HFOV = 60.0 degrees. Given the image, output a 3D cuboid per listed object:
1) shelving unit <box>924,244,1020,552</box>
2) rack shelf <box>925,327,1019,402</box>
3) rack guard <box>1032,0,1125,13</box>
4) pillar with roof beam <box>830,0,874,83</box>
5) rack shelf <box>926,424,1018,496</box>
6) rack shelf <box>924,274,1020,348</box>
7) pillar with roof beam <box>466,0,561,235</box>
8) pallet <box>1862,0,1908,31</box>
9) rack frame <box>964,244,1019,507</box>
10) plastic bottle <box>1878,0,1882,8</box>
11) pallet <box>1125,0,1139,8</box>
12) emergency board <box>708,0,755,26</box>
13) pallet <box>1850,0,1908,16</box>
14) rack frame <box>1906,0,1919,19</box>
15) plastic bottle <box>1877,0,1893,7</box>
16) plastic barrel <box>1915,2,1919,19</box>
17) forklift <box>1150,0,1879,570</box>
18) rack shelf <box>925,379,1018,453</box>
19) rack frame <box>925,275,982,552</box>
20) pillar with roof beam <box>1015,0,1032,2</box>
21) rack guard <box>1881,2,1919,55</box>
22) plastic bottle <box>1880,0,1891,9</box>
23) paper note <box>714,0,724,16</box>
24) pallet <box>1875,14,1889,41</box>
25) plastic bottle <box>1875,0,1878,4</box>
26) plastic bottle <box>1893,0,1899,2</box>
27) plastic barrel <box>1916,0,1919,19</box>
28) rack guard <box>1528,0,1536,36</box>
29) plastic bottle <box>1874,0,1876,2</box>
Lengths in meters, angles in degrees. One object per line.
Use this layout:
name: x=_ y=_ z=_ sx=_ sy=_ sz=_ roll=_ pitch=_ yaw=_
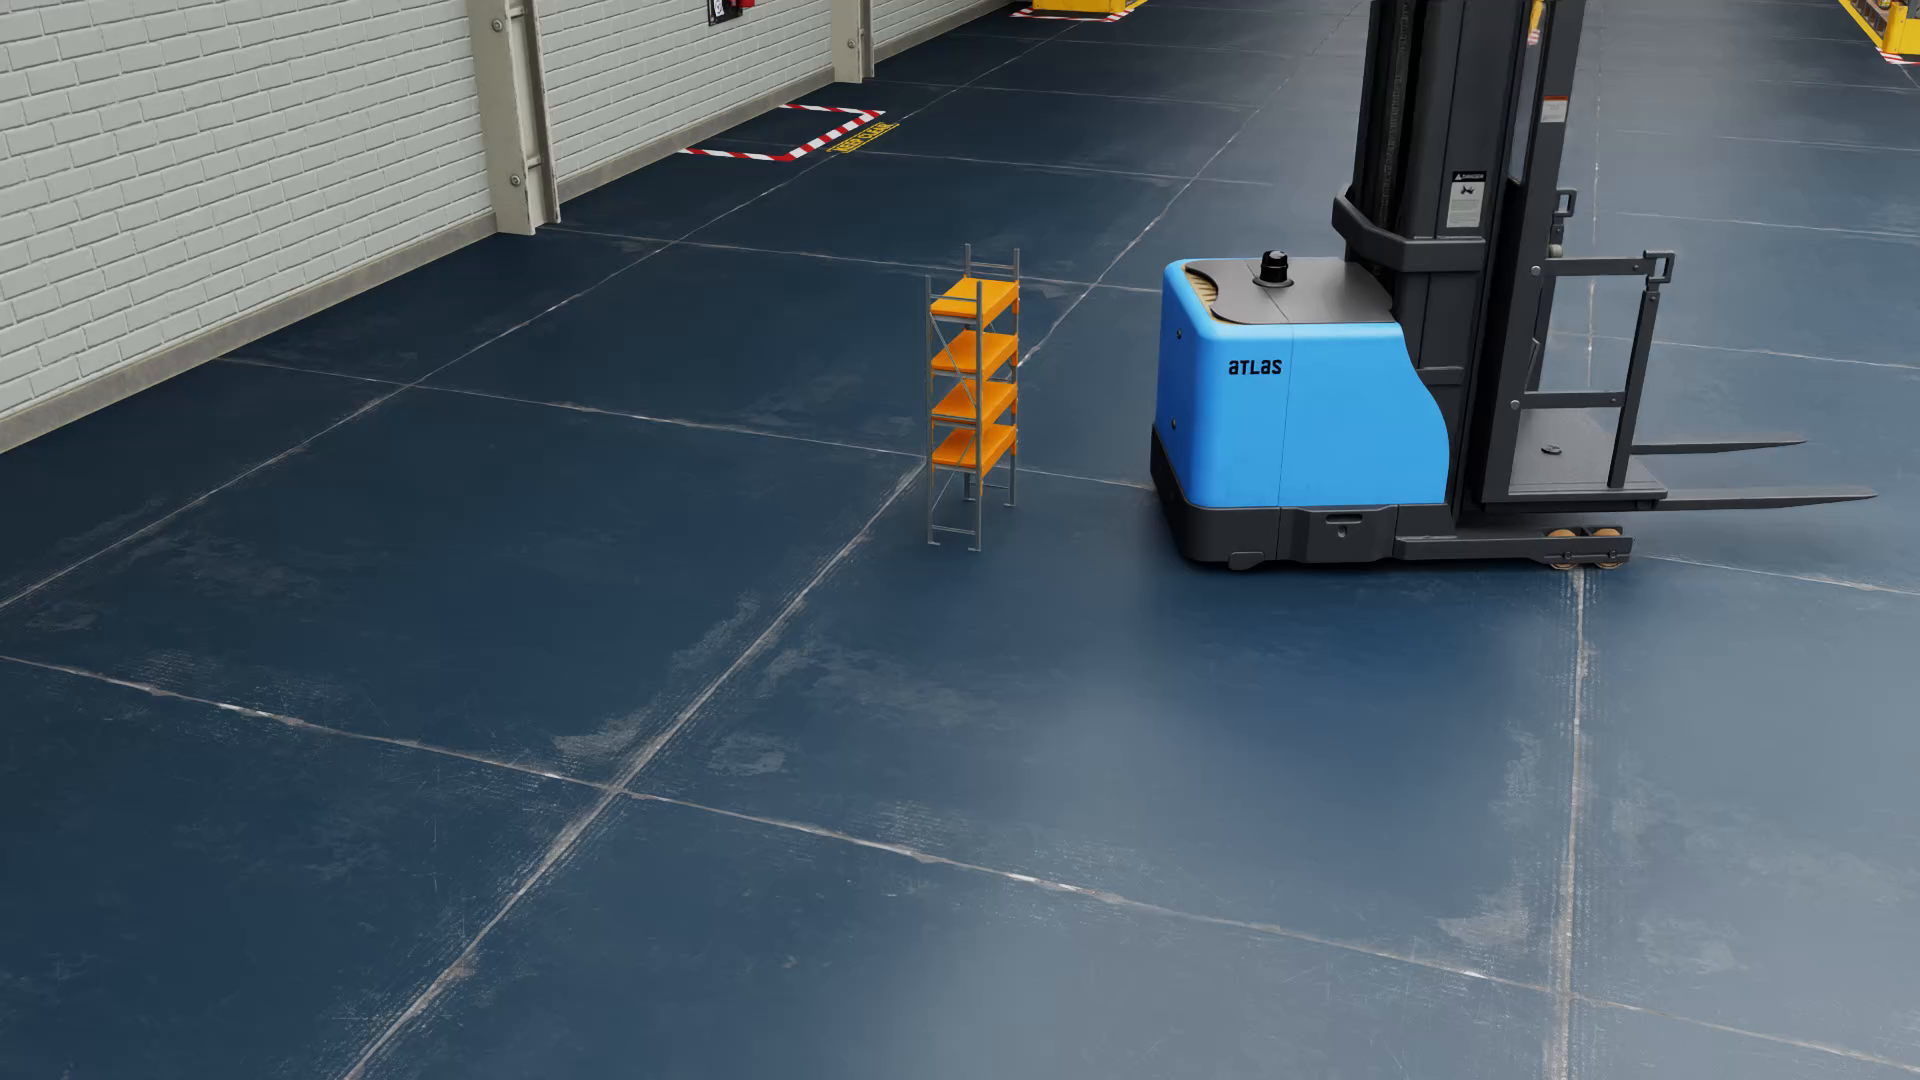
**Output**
shelving unit: x=0.055 y=-0.608 z=7.129 sx=0.258 sy=1.200 sz=0.503 roll=9 pitch=27 yaw=17
rack shelf: x=0.055 y=-0.749 z=7.061 sx=0.258 sy=0.148 sz=0.480 roll=9 pitch=27 yaw=17
rack guard: x=1.515 y=-7.015 z=21.166 sx=1.175 sy=0.500 sz=0.348 roll=9 pitch=27 yaw=17
pillar with roof beam: x=2.970 y=-8.133 z=13.721 sx=9.100 sy=9.000 sz=0.400 roll=9 pitch=27 yaw=17
rack shelf: x=0.055 y=-0.369 z=7.245 sx=0.258 sy=0.148 sz=0.480 roll=9 pitch=27 yaw=17
rack shelf: x=0.055 y=-0.962 z=6.958 sx=0.258 sy=0.148 sz=0.480 roll=9 pitch=27 yaw=17
pillar with roof beam: x=0.973 y=-5.667 z=8.628 sx=9.100 sy=9.000 sz=0.400 roll=9 pitch=27 yaw=17
pallet: x=11.496 y=-6.288 z=19.996 sx=1.003 sy=0.211 sz=1.213 roll=9 pitch=27 yaw=17
rack frame: x=0.136 y=-0.708 z=7.336 sx=0.240 sy=1.200 sz=0.015 roll=9 pitch=27 yaw=17
plastic bottle: x=11.051 y=-6.517 z=19.880 sx=0.061 sy=0.283 sz=0.133 roll=9 pitch=27 yaw=19
pallet: x=1.819 y=-7.214 z=21.908 sx=1.003 sy=0.211 sz=1.213 roll=9 pitch=27 yaw=17
emergency board: x=-1.948 y=-5.047 z=14.231 sx=0.194 sy=1.169 sz=0.643 roll=9 pitch=27 yaw=17
pallet: x=11.900 y=-6.791 z=21.034 sx=1.003 sy=0.211 sz=1.213 roll=9 pitch=27 yaw=17
rack frame: x=10.832 y=-6.673 z=17.589 sx=1.000 sy=3.000 sz=0.127 roll=9 pitch=27 yaw=17
plastic bottle: x=11.139 y=-6.563 z=19.983 sx=0.152 sy=0.276 sz=0.135 roll=9 pitch=27 yaw=18
plastic barrel: x=11.146 y=-6.229 z=19.047 sx=0.421 sy=0.512 sz=0.421 roll=0 pitch=26 yaw=0
forklift: x=2.419 y=-1.423 z=6.826 sx=3.031 sy=2.935 sz=1.130 roll=-1 pitch=26 yaw=-3
rack shelf: x=0.055 y=-0.548 z=7.158 sx=0.258 sy=0.148 sz=0.480 roll=9 pitch=27 yaw=17
rack frame: x=-0.026 y=-0.508 z=6.922 sx=0.240 sy=1.200 sz=0.015 roll=9 pitch=27 yaw=17
pillar with roof beam: x=4.966 y=-10.598 z=18.813 sx=9.100 sy=9.000 sz=0.400 roll=9 pitch=27 yaw=17
rack guard: x=10.813 y=-5.586 z=18.213 sx=1.175 sy=0.500 sz=0.348 roll=9 pitch=27 yaw=17
plastic bottle: x=11.030 y=-6.429 z=19.793 sx=0.097 sy=0.201 sz=0.097 roll=0 pitch=26 yaw=0
paper note: x=-2.072 y=-4.588 z=14.294 sx=0.016 sy=0.148 sz=0.142 roll=9 pitch=27 yaw=17
pallet: x=11.088 y=-5.789 z=18.964 sx=1.003 sy=0.211 sz=1.213 roll=9 pitch=27 yaw=17
plastic bottle: x=11.186 y=-6.620 z=20.101 sx=0.152 sy=0.276 sz=0.135 roll=8 pitch=27 yaw=16
plastic bottle: x=11.240 y=-6.551 z=19.950 sx=0.061 sy=0.283 sz=0.133 roll=9 pitch=27 yaw=17
plastic barrel: x=10.979 y=-6.023 z=18.621 sx=0.421 sy=0.512 sz=0.421 roll=0 pitch=26 yaw=0
rack guard: x=6.154 y=-6.258 z=19.600 sx=1.175 sy=0.500 sz=0.348 roll=9 pitch=27 yaw=17
plastic bottle: x=11.237 y=-6.722 z=20.226 sx=0.144 sy=0.351 sz=0.185 roll=10 pitch=28 yaw=20
